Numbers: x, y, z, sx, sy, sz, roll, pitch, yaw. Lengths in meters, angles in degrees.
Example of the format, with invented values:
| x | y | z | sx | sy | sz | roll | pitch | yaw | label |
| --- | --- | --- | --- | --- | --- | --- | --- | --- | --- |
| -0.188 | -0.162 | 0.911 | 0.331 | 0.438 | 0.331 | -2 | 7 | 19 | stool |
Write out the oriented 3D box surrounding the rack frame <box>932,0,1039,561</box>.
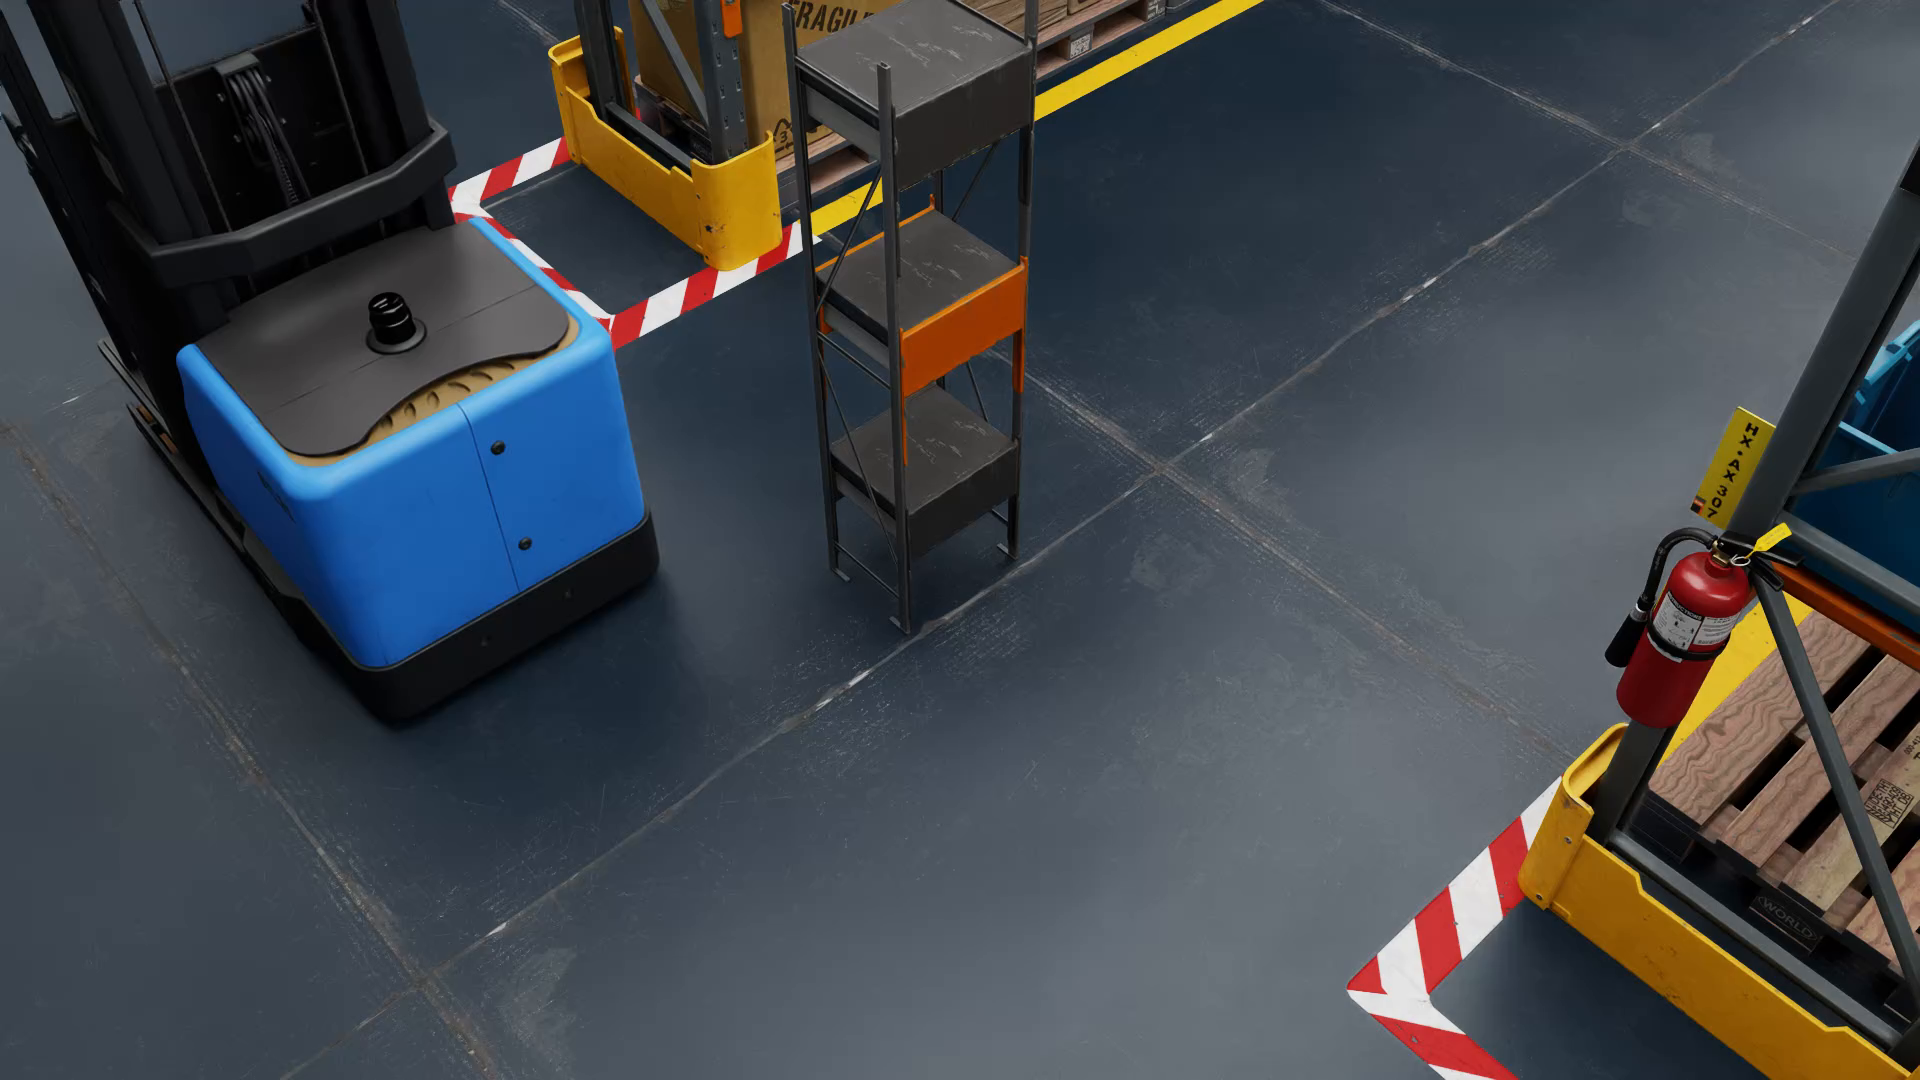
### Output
| x | y | z | sx | sy | sz | roll | pitch | yaw | label |
| --- | --- | --- | --- | --- | --- | --- | --- | --- | --- |
| 0.058 | -0.751 | 5.014 | 0.015 | 2.100 | 0.400 | -34 | 56 | -27 | rack frame |

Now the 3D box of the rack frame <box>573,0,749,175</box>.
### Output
| x | y | z | sx | sy | sz | roll | pitch | yaw | label |
| --- | --- | --- | --- | --- | --- | --- | --- | --- | --- |
| -1.210 | -2.502 | 6.018 | 0.127 | 3.000 | 1.000 | -34 | 56 | -27 | rack frame |

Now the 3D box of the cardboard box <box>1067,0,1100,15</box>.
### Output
| x | y | z | sx | sy | sz | roll | pitch | yaw | label |
| --- | --- | --- | --- | --- | --- | --- | --- | --- | --- |
| 0.541 | -3.174 | 7.798 | 0.875 | 0.875 | 0.875 | -34 | 56 | -27 | cardboard box |

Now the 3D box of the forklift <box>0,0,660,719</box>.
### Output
| x | y | z | sx | sy | sz | roll | pitch | yaw | label |
| --- | --- | --- | --- | --- | --- | --- | --- | --- | --- |
| -2.353 | -1.452 | 5.095 | 1.130 | 2.935 | 3.031 | -33 | 55 | -26 | forklift |

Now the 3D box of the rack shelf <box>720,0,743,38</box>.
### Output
| x | y | z | sx | sy | sz | roll | pitch | yaw | label |
| --- | --- | --- | --- | --- | --- | --- | --- | --- | --- |
| 0.270 | -3.247 | 7.195 | 4.000 | 0.370 | 1.077 | -34 | 56 | -27 | rack shelf |

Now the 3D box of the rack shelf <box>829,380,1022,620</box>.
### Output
| x | y | z | sx | sy | sz | roll | pitch | yaw | label |
| --- | --- | --- | --- | --- | --- | --- | --- | --- | --- |
| -0.122 | -0.146 | 5.427 | 0.480 | 0.518 | 0.431 | -34 | 56 | -27 | rack shelf |

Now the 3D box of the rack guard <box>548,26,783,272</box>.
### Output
| x | y | z | sx | sy | sz | roll | pitch | yaw | label |
| --- | --- | --- | --- | --- | --- | --- | --- | --- | --- |
| -1.228 | -1.643 | 6.925 | 0.348 | 0.500 | 1.175 | -34 | 56 | -27 | rack guard |

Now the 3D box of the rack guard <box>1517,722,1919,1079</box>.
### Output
| x | y | z | sx | sy | sz | roll | pitch | yaw | label |
| --- | --- | --- | --- | --- | --- | --- | --- | --- | --- |
| 2.113 | 1.058 | 4.434 | 0.348 | 0.500 | 1.175 | -34 | 56 | -27 | rack guard |

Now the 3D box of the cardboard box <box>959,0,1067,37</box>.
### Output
| x | y | z | sx | sy | sz | roll | pitch | yaw | label |
| --- | --- | --- | --- | --- | --- | --- | --- | --- | --- |
| -0.117 | -2.734 | 7.392 | 0.875 | 0.875 | 0.875 | -34 | 56 | -27 | cardboard box |

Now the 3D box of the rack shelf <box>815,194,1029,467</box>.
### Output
| x | y | z | sx | sy | sz | roll | pitch | yaw | label |
| --- | --- | --- | --- | --- | --- | --- | --- | --- | --- |
| -0.122 | -0.621 | 4.913 | 0.480 | 0.518 | 0.431 | -34 | 56 | -27 | rack shelf |

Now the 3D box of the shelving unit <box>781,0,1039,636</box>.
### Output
| x | y | z | sx | sy | sz | roll | pitch | yaw | label |
| --- | --- | --- | --- | --- | --- | --- | --- | --- | --- |
| -0.122 | -0.630 | 4.903 | 0.503 | 2.100 | 0.431 | -34 | 56 | -27 | shelving unit |

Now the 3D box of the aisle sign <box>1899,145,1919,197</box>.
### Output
| x | y | z | sx | sy | sz | roll | pitch | yaw | label |
| --- | --- | --- | --- | --- | --- | --- | --- | --- | --- |
| 1.872 | -0.814 | 2.691 | 0.004 | 0.787 | 0.394 | -34 | 56 | -27 | aisle sign |

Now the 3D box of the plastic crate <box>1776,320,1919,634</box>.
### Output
| x | y | z | sx | sy | sz | roll | pitch | yaw | label |
| --- | --- | --- | --- | --- | --- | --- | --- | --- | --- |
| 2.244 | -0.108 | 3.744 | 0.499 | 0.435 | 0.616 | -34 | 56 | -27 | plastic crate |

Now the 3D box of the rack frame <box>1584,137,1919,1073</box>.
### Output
| x | y | z | sx | sy | sz | roll | pitch | yaw | label |
| --- | --- | --- | --- | --- | --- | --- | --- | --- | --- |
| 2.122 | 0.191 | 3.533 | 0.127 | 3.000 | 1.000 | -34 | 56 | -27 | rack frame |

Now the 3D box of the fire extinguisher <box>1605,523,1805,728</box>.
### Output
| x | y | z | sx | sy | sz | roll | pitch | yaw | label |
| --- | --- | --- | --- | --- | --- | --- | --- | --- | --- |
| 1.705 | 0.171 | 3.857 | 0.183 | 0.674 | 0.296 | -34 | 56 | -27 | fire extinguisher |

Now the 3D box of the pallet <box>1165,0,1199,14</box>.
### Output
| x | y | z | sx | sy | sz | roll | pitch | yaw | label |
| --- | --- | --- | --- | --- | --- | --- | --- | --- | --- |
| 1.134 | -3.201 | 8.560 | 1.213 | 0.211 | 1.003 | -34 | 56 | -27 | pallet |

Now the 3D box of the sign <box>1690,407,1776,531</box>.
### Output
| x | y | z | sx | sy | sz | roll | pitch | yaw | label |
| --- | --- | --- | --- | --- | --- | --- | --- | --- | --- |
| 1.740 | -0.155 | 3.741 | 0.005 | 0.325 | 0.100 | -34 | 56 | -27 | sign |

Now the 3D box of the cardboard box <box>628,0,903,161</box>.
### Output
| x | y | z | sx | sy | sz | roll | pitch | yaw | label |
| --- | --- | --- | --- | --- | --- | --- | --- | --- | --- |
| -0.790 | -2.284 | 6.976 | 0.875 | 0.875 | 0.875 | -34 | 56 | -27 | cardboard box |

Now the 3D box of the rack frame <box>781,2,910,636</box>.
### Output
| x | y | z | sx | sy | sz | roll | pitch | yaw | label |
| --- | --- | --- | --- | --- | --- | --- | --- | --- | --- |
| -0.303 | -0.510 | 4.791 | 0.015 | 2.100 | 0.400 | -34 | 56 | -27 | rack frame |

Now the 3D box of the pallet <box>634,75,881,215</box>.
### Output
| x | y | z | sx | sy | sz | roll | pitch | yaw | label |
| --- | --- | --- | --- | --- | --- | --- | --- | --- | --- |
| -0.671 | -1.994 | 7.447 | 1.213 | 0.211 | 1.003 | -34 | 56 | -27 | pallet |

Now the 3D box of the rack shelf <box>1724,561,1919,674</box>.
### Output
| x | y | z | sx | sy | sz | roll | pitch | yaw | label |
| --- | --- | --- | --- | --- | --- | --- | --- | --- | --- |
| 3.602 | -0.554 | 4.709 | 4.000 | 0.370 | 1.077 | -34 | 56 | -27 | rack shelf |

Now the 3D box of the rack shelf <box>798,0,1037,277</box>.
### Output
| x | y | z | sx | sy | sz | roll | pitch | yaw | label |
| --- | --- | --- | --- | --- | --- | --- | --- | --- | --- |
| -0.123 | -1.096 | 4.398 | 0.480 | 0.518 | 0.431 | -34 | 56 | -27 | rack shelf |

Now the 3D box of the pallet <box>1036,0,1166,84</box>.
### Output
| x | y | z | sx | sy | sz | roll | pitch | yaw | label |
| --- | --- | --- | --- | --- | --- | --- | --- | --- | --- |
| 0.231 | -2.595 | 8.000 | 1.213 | 0.211 | 1.003 | -34 | 56 | -27 | pallet |

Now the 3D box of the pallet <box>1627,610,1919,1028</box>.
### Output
| x | y | z | sx | sy | sz | roll | pitch | yaw | label |
| --- | --- | --- | --- | --- | --- | --- | --- | --- | --- |
| 2.758 | 0.750 | 4.914 | 1.213 | 0.211 | 1.003 | -34 | 56 | -27 | pallet |
